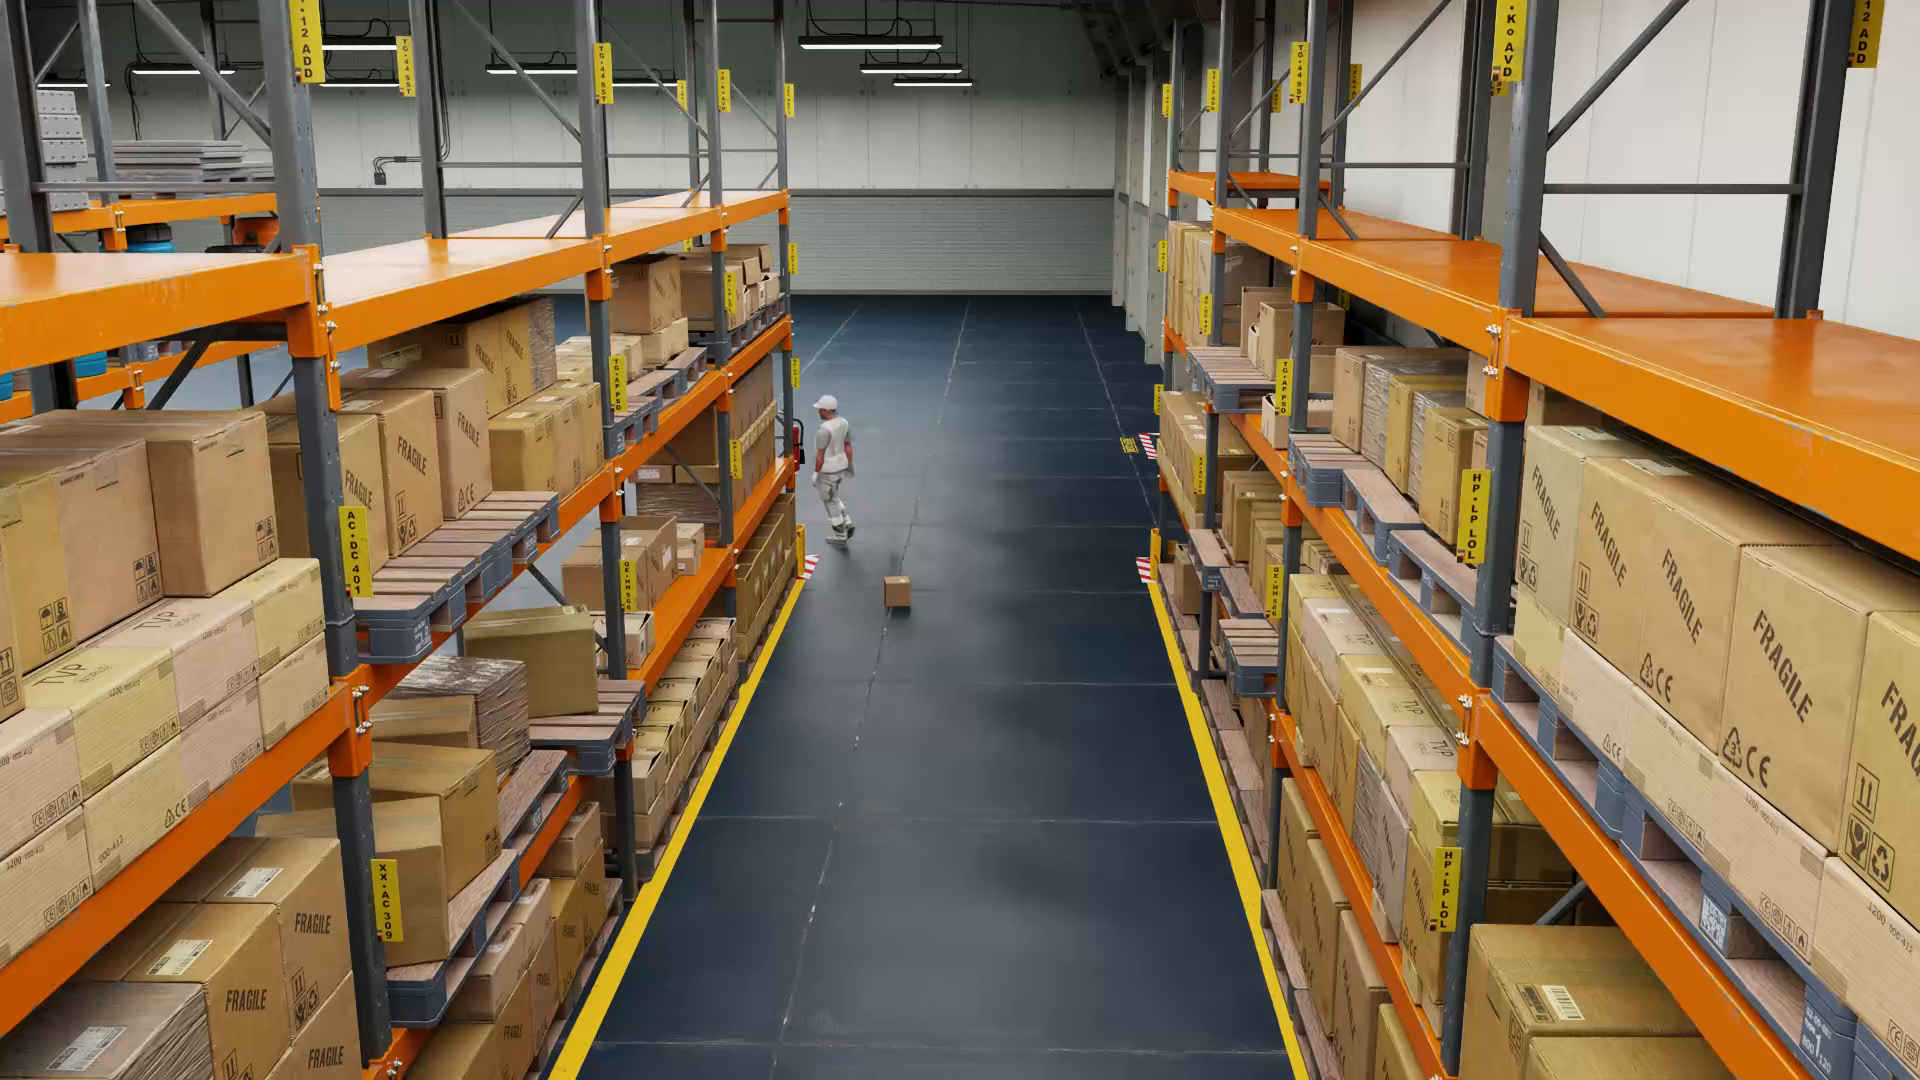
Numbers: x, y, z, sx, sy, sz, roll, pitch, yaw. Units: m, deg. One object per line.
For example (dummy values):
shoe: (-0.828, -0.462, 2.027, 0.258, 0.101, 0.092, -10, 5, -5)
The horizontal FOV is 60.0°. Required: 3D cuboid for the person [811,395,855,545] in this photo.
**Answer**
person: (-1.508, -0.805, 19.150, 0.438, 1.775, 0.635, 8, 16, 30)
